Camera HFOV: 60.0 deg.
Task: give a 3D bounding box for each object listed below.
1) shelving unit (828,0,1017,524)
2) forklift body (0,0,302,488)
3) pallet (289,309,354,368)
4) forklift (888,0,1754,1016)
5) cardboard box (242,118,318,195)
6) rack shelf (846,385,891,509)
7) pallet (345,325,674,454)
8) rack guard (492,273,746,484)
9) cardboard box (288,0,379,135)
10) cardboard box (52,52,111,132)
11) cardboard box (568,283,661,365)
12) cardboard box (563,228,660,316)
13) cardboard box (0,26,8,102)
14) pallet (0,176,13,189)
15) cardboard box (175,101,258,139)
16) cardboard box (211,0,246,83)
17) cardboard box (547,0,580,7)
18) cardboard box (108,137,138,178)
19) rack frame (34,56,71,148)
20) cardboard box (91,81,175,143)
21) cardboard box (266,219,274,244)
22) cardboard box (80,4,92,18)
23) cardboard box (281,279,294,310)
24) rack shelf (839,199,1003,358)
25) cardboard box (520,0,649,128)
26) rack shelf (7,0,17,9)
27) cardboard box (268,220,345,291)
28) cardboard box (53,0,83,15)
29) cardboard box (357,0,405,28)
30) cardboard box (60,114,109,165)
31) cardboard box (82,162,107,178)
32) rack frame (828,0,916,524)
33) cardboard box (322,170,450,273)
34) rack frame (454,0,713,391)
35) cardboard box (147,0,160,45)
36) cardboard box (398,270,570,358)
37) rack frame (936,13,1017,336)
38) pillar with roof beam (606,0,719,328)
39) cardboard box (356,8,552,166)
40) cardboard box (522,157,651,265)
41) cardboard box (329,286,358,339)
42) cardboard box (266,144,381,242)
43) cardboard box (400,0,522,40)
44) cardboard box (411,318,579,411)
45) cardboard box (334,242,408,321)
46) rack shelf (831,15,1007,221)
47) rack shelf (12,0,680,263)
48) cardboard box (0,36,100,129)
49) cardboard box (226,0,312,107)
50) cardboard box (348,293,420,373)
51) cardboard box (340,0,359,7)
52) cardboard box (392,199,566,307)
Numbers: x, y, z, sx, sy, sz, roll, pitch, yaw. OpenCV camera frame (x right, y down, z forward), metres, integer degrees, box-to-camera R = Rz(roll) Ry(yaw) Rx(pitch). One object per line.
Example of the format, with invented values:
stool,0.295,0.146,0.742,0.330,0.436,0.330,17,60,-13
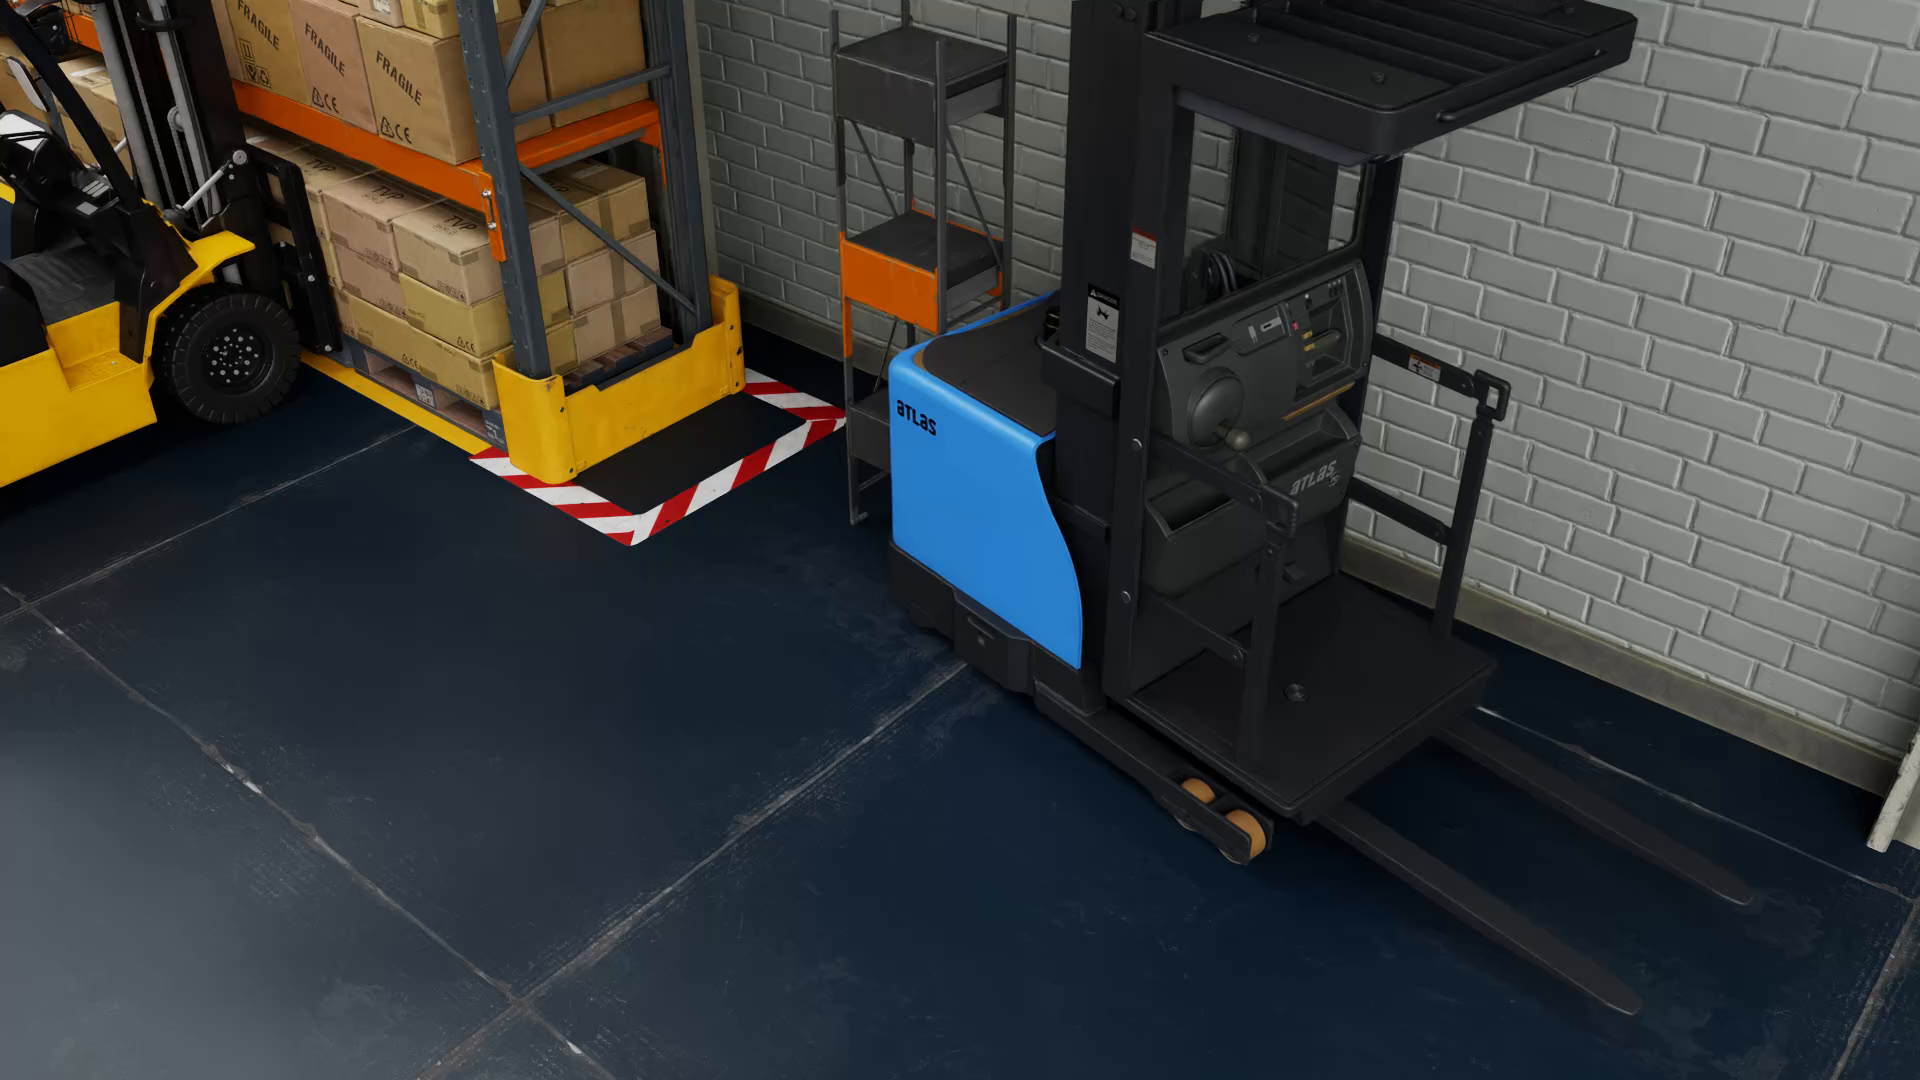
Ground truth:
shelving unit,-0.129,-0.928,6.245,0.503,2.100,0.431,26,42,32
forklift body,-4.127,-1.327,6.782,1.214,2.155,2.313,25,42,32
pallet,-3.050,-1.335,8.507,1.213,0.211,1.003,25,42,32
forklift,1.076,-0.512,4.907,1.130,2.935,3.031,-26,42,-33
cardboard box,-3.231,-1.814,7.916,0.500,0.250,0.500,24,41,31
rack shelf,-0.130,-0.341,6.650,0.480,0.518,0.431,26,42,32
pallet,-2.117,-0.893,7.863,1.213,0.211,1.003,25,42,32
rack guard,-1.484,-0.744,7.392,0.348,0.500,1.175,25,42,32
cardboard box,-2.442,-2.081,7.042,0.500,0.500,0.500,27,43,33
cardboard box,-4.406,-2.372,8.729,0.500,0.250,0.500,25,41,31
cardboard box,-1.755,-1.086,7.740,0.500,0.250,0.500,25,42,32
cardboard box,-1.731,-1.290,7.595,0.500,0.250,0.500,26,42,33
cardboard box,-5.576,-2.895,10.043,0.625,0.625,0.875,25,42,31
pallet,-5.168,-2.333,9.960,1.213,0.211,1.003,25,42,32
cardboard box,-3.629,-2.008,8.198,0.500,0.250,0.500,27,43,33
cardboard box,-3.229,-2.443,7.570,0.500,0.500,0.500,26,42,32
cardboard box,-1.597,-2.328,6.829,0.250,0.149,0.380,24,41,31
cardboard box,-4.014,-1.987,8.610,0.500,0.250,0.500,25,42,32
rack frame,-4.577,-3.232,8.807,0.127,3.000,1.000,25,42,32
cardboard box,-4.019,-2.183,8.453,0.500,0.250,0.500,25,42,32
cardboard box,-3.248,-1.616,8.070,0.500,0.250,0.500,25,42,32
cardboard box,-3.992,-2.818,8.115,0.500,0.500,0.500,26,42,33
cardboard box,-3.234,-1.404,8.202,0.500,0.250,0.500,27,43,33
rack shelf,-0.129,-0.917,6.253,0.480,0.518,0.431,26,42,32
cardboard box,-1.706,-2.125,7.106,0.500,0.500,0.500,27,43,33
rack shelf,-6.114,-3.660,10.065,4.000,0.370,1.077,25,42,32
cardboard box,-2.865,-1.434,7.804,0.500,0.250,0.500,24,41,31
cardboard box,-4.403,-2.999,8.379,0.500,0.500,0.500,24,41,31
cardboard box,-2.164,-2.175,6.607,0.250,0.149,0.380,26,42,33
cardboard box,-4.402,-2.169,8.874,0.500,0.250,0.500,25,42,32
cardboard box,-4.417,-1.953,9.002,0.500,0.250,0.500,26,42,32
rack frame,-0.314,-1.018,6.375,0.015,2.100,0.400,26,42,32
cardboard box,-2.452,-1.449,7.385,0.500,0.250,0.500,26,42,33
rack frame,-1.503,-1.783,6.697,0.127,3.000,1.000,25,42,32
cardboard box,-3.602,-2.635,7.849,0.500,0.500,0.500,25,42,31
cardboard box,-2.077,-1.069,7.274,0.500,0.250,0.500,25,41,31
rack frame,0.056,-0.837,6.114,0.015,2.100,0.400,26,42,32
pillar with roof beam,-4.215,-3.028,3.210,0.400,9.000,9.100,25,42,32
cardboard box,-2.049,-1.889,6.762,0.500,0.500,0.500,24,41,31
cardboard box,-1.751,-1.492,7.447,0.500,0.250,0.500,25,41,31
cardboard box,-2.821,-1.225,7.942,0.500,0.250,0.500,26,42,32
cardboard box,-2.846,-1.627,7.644,0.500,0.250,0.500,26,42,32
cardboard box,-1.948,-2.096,6.491,0.250,0.149,0.380,26,42,32
cardboard box,-2.066,-0.856,7.404,0.500,0.250,0.500,26,42,32
cardboard box,-2.455,-1.256,7.545,0.500,0.250,0.500,25,42,31
rack shelf,-0.128,-1.493,5.855,0.480,0.518,0.431,26,42,32
rack shelf,-3.040,-2.211,7.956,4.000,0.370,1.077,25,42,32
cardboard box,-4.985,-2.611,9.628,0.625,0.625,0.875,27,43,34
cardboard box,-2.836,-2.266,7.312,0.500,0.500,0.500,24,41,31
cardboard box,-2.442,-1.040,7.673,0.500,0.250,0.500,25,42,32
cardboard box,-2.324,-2.296,6.782,0.250,0.149,0.380,26,42,33
cardboard box,-2.056,-1.266,7.119,0.500,0.250,0.500,27,43,33
